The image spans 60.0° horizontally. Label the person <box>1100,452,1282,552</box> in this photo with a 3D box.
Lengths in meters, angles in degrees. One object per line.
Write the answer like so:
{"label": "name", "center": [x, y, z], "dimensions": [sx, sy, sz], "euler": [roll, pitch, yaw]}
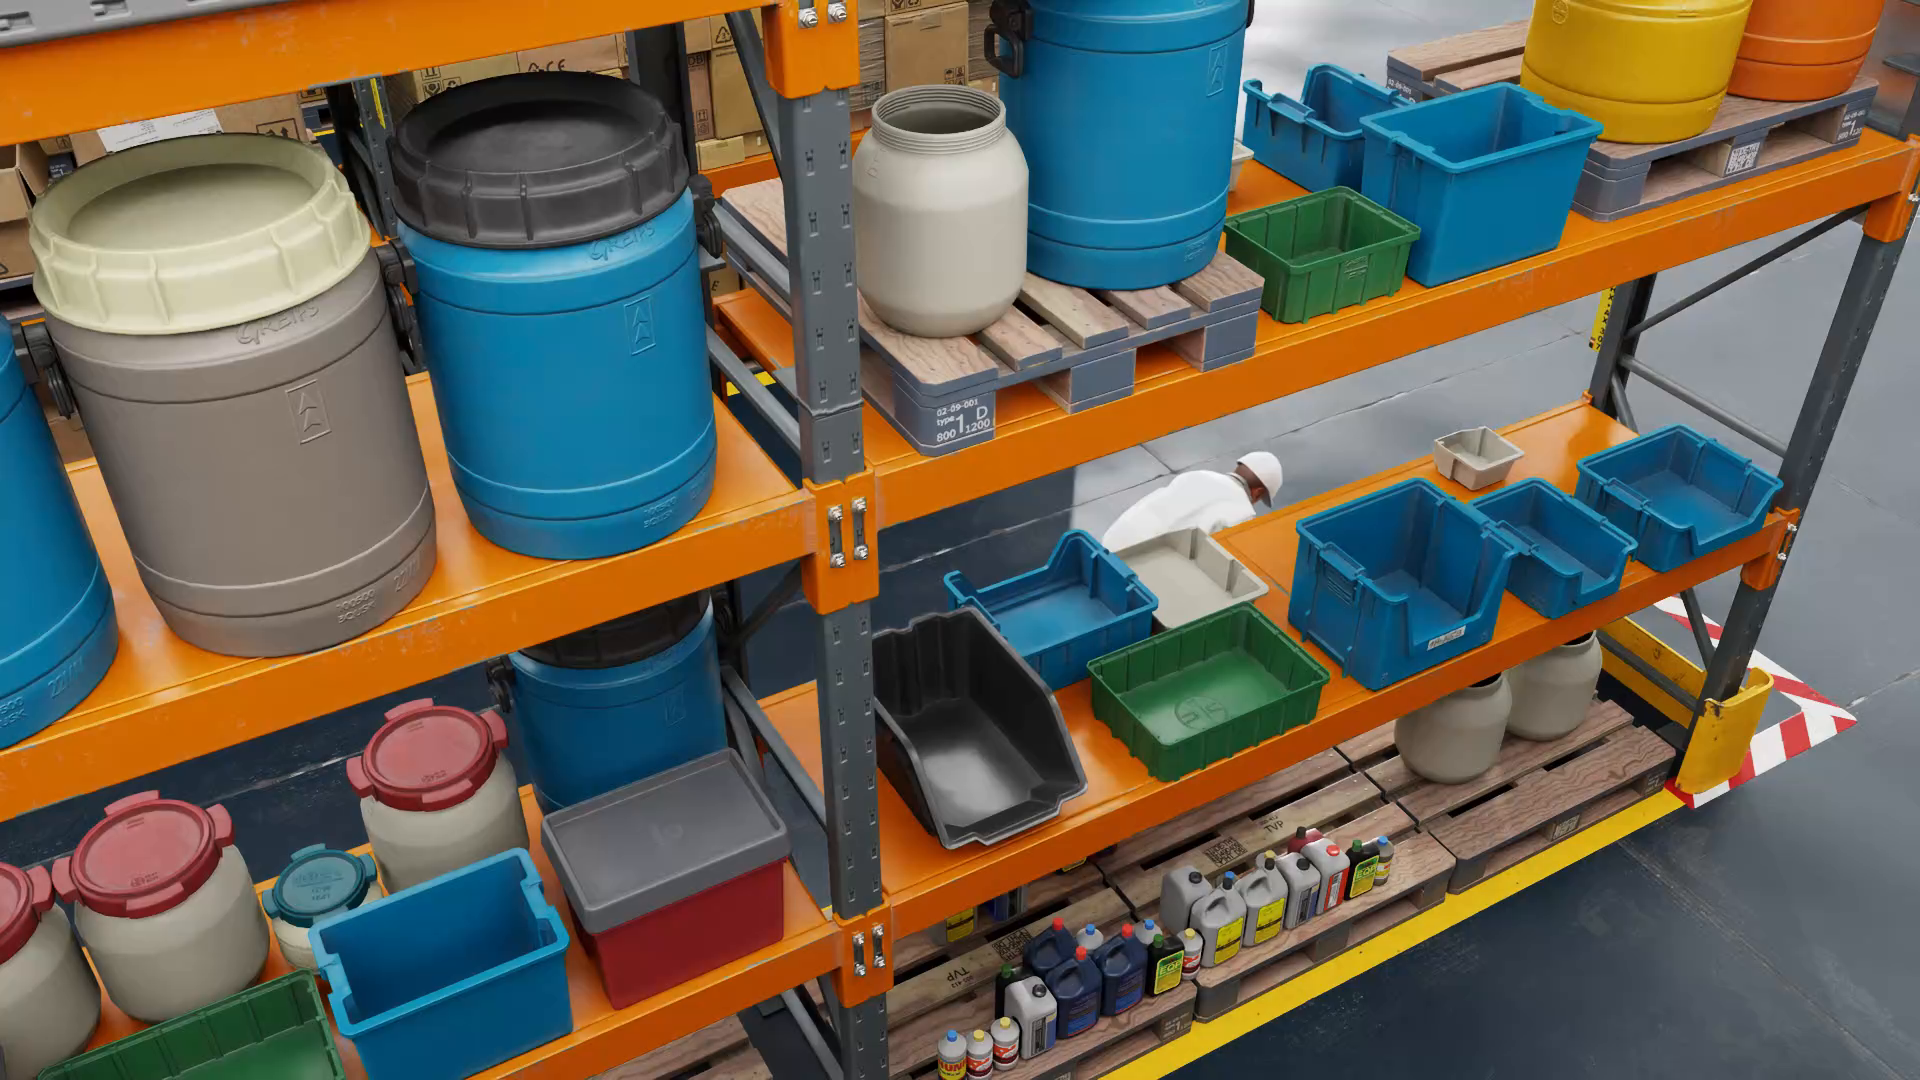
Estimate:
{"label": "person", "center": [1.083, 0.079, 7.679], "dimensions": [0.974, 0.820, 0.509], "euler": [-20, 41, -25]}
